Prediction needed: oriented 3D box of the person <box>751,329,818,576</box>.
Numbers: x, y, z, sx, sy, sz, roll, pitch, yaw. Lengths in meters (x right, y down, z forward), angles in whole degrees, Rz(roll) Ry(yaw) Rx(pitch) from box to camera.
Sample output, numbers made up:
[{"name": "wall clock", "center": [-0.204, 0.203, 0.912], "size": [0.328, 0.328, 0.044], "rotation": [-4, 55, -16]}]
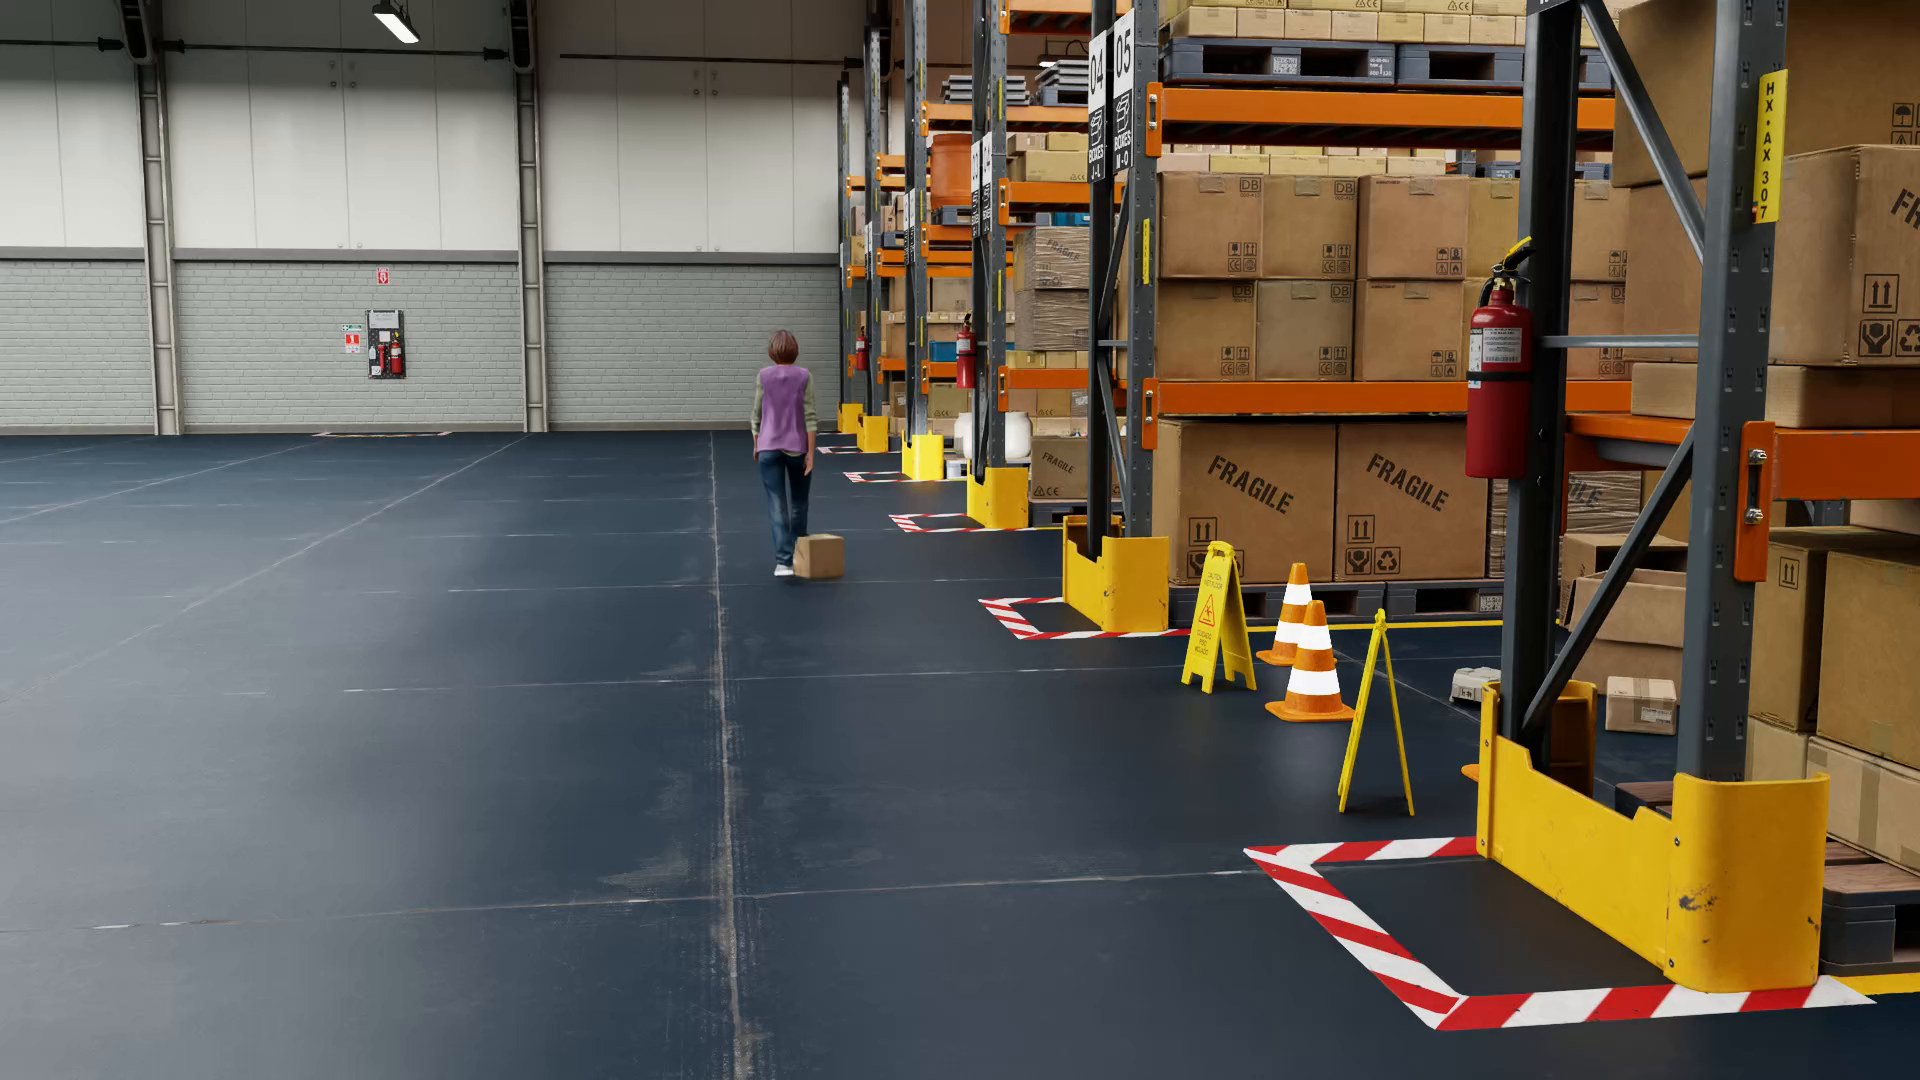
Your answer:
[{"name": "person", "center": [-1.136, -0.565, 10.729], "size": [0.422, 1.574, 0.835], "rotation": [-1, 7, -9]}]
